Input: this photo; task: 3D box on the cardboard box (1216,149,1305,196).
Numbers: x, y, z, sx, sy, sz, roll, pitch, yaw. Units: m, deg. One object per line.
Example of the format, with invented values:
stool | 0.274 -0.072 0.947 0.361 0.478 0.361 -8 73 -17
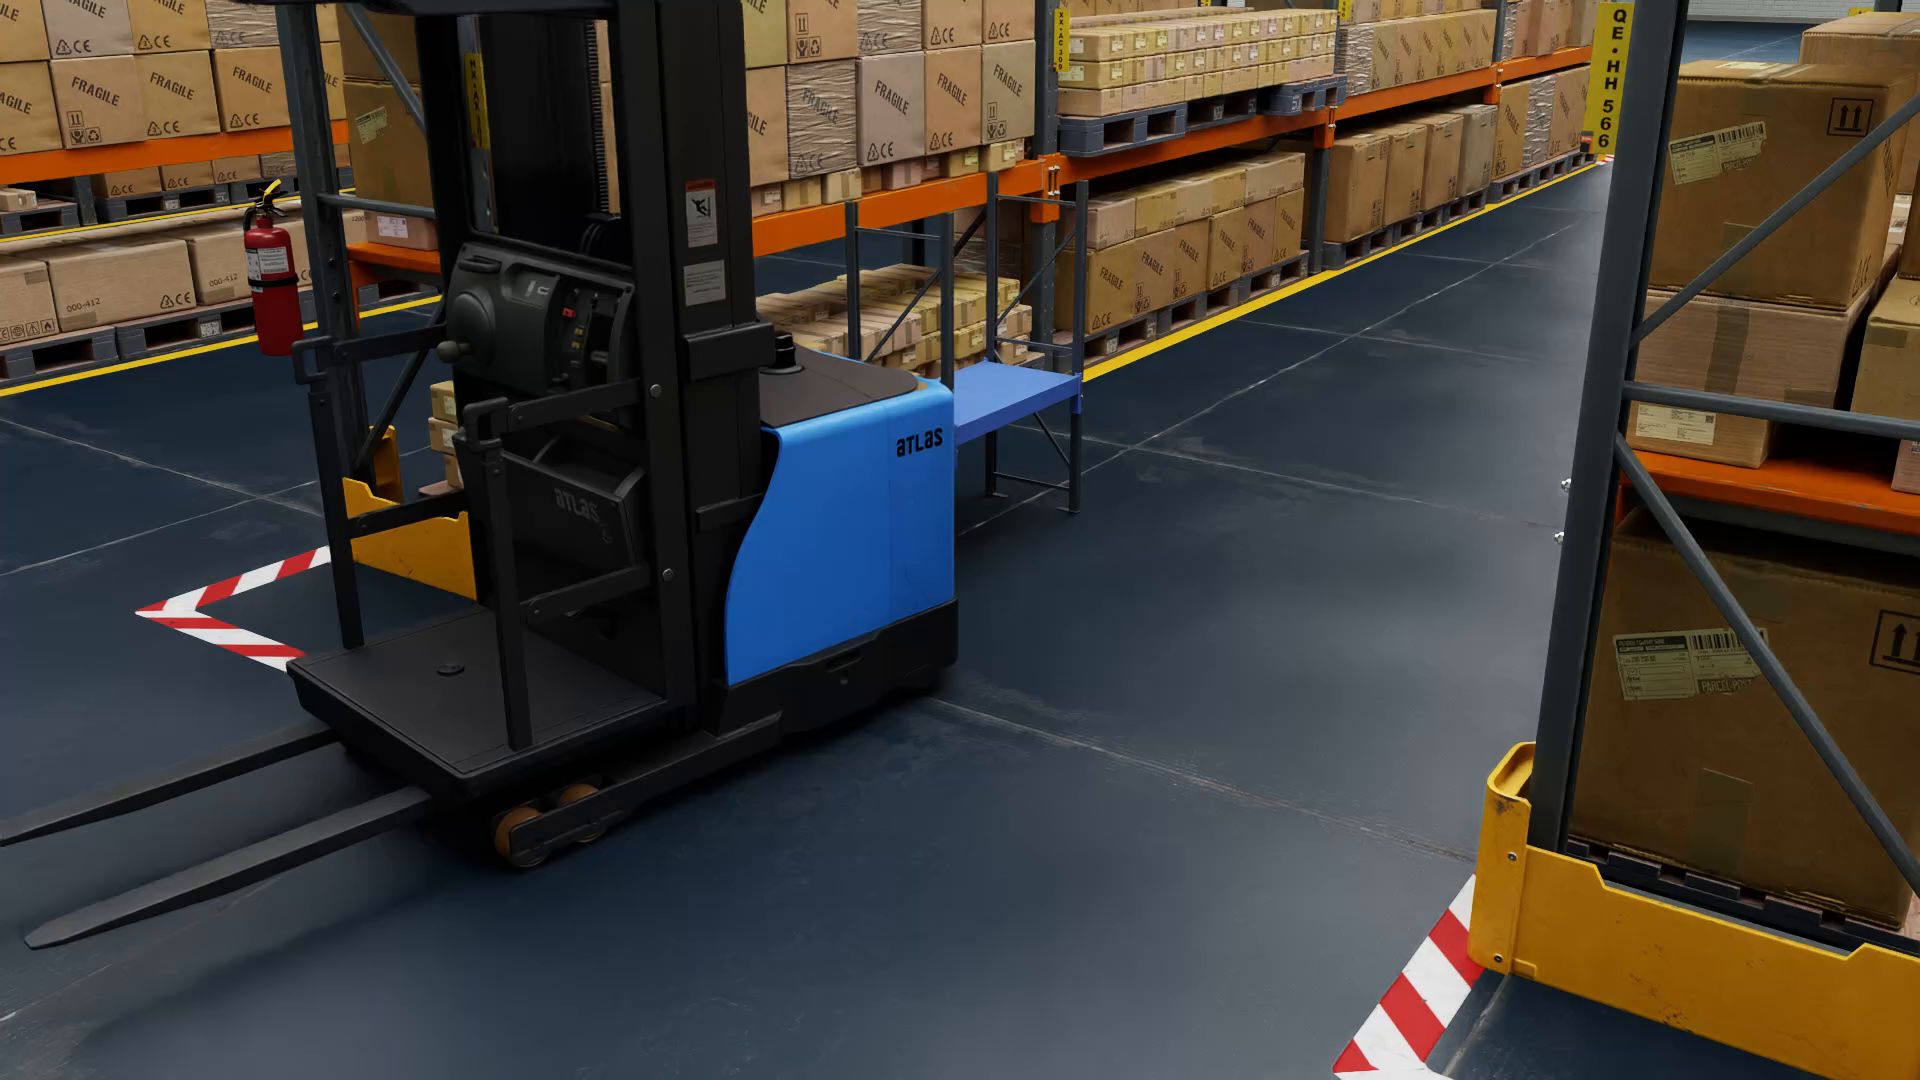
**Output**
cardboard box | 2.175 -2.680 12.104 0.500 0.250 0.500 13 24 31

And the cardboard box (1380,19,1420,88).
cardboard box | 3.386 -3.965 13.517 0.500 0.500 0.500 13 24 32

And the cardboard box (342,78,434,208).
cardboard box | -2.114 -1.621 6.752 0.500 0.500 0.500 14 24 33

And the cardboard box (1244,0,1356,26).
cardboard box | 2.604 -4.194 12.694 0.700 0.500 0.500 13 24 32

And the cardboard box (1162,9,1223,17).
cardboard box | 1.633 -3.667 11.755 0.380 0.149 0.250 13 24 32

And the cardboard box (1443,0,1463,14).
cardboard box | 4.030 -4.923 14.665 0.700 0.500 0.500 13 24 31

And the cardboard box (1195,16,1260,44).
cardboard box | 1.718 -3.309 10.786 0.380 0.149 0.250 15 25 34

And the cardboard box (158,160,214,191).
cardboard box | -7.414 -3.581 15.620 0.500 0.500 0.500 13 24 31

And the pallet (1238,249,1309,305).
pallet | 1.903 -2.019 12.420 1.003 0.211 1.213 13 24 32

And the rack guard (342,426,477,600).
rack guard | -2.111 -0.105 6.829 1.175 0.500 0.348 13 24 32

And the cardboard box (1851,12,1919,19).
cardboard box | 3.659 -1.741 6.353 0.500 0.500 0.500 13 24 32

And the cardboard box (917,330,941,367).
cardboard box | -0.320 -1.037 8.821 0.380 0.149 0.250 14 24 32

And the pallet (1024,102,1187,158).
pallet | 0.645 -2.504 9.989 1.003 0.211 1.213 13 24 32

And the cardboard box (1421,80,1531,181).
cardboard box | 5.003 -4.066 16.391 0.875 0.875 0.875 14 24 33

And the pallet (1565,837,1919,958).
pallet | 2.276 0.804 4.788 1.003 0.211 1.213 13 24 32

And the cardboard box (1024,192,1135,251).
cardboard box | 0.728 -1.940 10.104 0.500 0.250 0.500 12 23 29

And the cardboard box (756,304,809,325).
cardboard box | -0.999 -1.104 8.572 0.380 0.149 0.250 12 24 30

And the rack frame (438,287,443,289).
rack frame | -4.056 -3.340 11.971 1.000 3.000 0.127 13 24 32

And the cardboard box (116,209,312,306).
cardboard box | -5.001 -1.919 11.217 0.875 0.438 0.875 12 24 30

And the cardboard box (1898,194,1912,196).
cardboard box | 3.089 -1.101 5.706 0.500 0.250 0.500 14 24 33

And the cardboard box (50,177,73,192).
cardboard box | -8.132 -3.530 15.482 0.500 0.500 0.500 13 24 32

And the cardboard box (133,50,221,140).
cardboard box | -4.967 -2.761 10.261 0.500 0.500 0.500 14 25 34

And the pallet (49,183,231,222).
pallet | -7.737 -3.240 15.719 1.003 0.211 1.213 13 24 32

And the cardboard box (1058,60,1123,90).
cardboard box | 0.696 -2.646 9.421 0.380 0.149 0.250 14 24 33

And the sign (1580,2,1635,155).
sign | 1.450 -1.024 3.698 0.100 0.325 0.005 13 24 32

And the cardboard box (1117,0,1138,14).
cardboard box | 1.742 -6.333 19.488 0.500 0.500 0.500 14 24 32

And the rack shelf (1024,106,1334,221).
rack shelf | 1.219 -2.640 11.115 1.077 0.370 4.000 13 24 32

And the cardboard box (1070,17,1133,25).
cardboard box | 0.892 -3.289 10.731 0.380 0.149 0.250 12 23 29

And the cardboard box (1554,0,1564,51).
cardboard box | 5.696 -5.343 17.170 0.875 0.550 0.500 13 24 32

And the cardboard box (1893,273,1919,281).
cardboard box | 2.671 -0.564 4.254 0.500 0.250 0.500 13 24 31

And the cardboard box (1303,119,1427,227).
cardboard box | 3.249 -3.102 13.964 1.050 0.750 0.750 14 24 33

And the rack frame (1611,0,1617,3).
rack frame | 6.840 -5.847 18.747 1.000 3.000 0.127 13 24 32

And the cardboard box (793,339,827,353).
cardboard box | -0.855 -0.860 7.913 0.380 0.149 0.250 14 24 33

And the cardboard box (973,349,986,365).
cardboard box | -0.059 -1.026 9.220 0.380 0.149 0.250 14 25 33

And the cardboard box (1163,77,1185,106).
cardboard box | 1.133 -2.729 10.077 0.380 0.149 0.250 14 24 32

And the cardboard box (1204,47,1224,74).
cardboard box | 1.430 -3.023 10.442 0.380 0.149 0.250 13 24 31

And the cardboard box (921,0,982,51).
cardboard box | -0.232 -2.722 8.286 0.500 0.500 0.500 12 24 30

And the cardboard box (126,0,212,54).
cardboard box | -4.952 -3.232 10.094 0.500 0.500 0.500 13 24 32

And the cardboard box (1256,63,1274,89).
cardboard box | 1.868 -3.106 11.095 0.380 0.149 0.250 12 23 29

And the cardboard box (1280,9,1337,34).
cardboard box | 2.447 -3.679 11.787 0.380 0.149 0.250 12 24 30

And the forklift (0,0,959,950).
forklift | -1.397 -0.643 4.777 1.130 2.935 3.031 19 27 41

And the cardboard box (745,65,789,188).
cardboard box | -1.108 -1.814 7.272 0.500 0.500 0.500 14 24 33

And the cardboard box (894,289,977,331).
cardboard box | -0.135 -1.236 8.928 0.380 0.149 0.250 13 24 31

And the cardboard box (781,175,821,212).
cardboard box | -0.866 -1.625 7.695 0.380 0.149 0.250 14 25 34

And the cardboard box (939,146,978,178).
cardboard box | -0.127 -1.998 8.705 0.380 0.149 0.250 14 25 34

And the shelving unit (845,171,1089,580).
shelving unit | 0.048 -0.728 7.071 0.538 1.500 1.048 13 24 32

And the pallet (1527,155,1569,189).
pallet | 5.769 -3.945 17.627 1.003 0.211 1.213 13 24 32

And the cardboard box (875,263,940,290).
cardboard box | -0.270 -1.484 9.600 0.380 0.149 0.250 14 25 34

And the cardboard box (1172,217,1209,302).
cardboard box | 1.309 -1.893 11.058 0.500 0.500 0.500 14 24 33

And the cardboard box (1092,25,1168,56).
cardboard box | 0.994 -2.939 9.787 0.380 0.149 0.250 14 24 32

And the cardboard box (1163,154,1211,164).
cardboard box | 1.470 -2.631 11.972 0.500 0.250 0.500 13 24 31

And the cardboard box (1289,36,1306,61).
cardboard box | 2.148 -3.386 11.424 0.380 0.149 0.250 14 24 33
